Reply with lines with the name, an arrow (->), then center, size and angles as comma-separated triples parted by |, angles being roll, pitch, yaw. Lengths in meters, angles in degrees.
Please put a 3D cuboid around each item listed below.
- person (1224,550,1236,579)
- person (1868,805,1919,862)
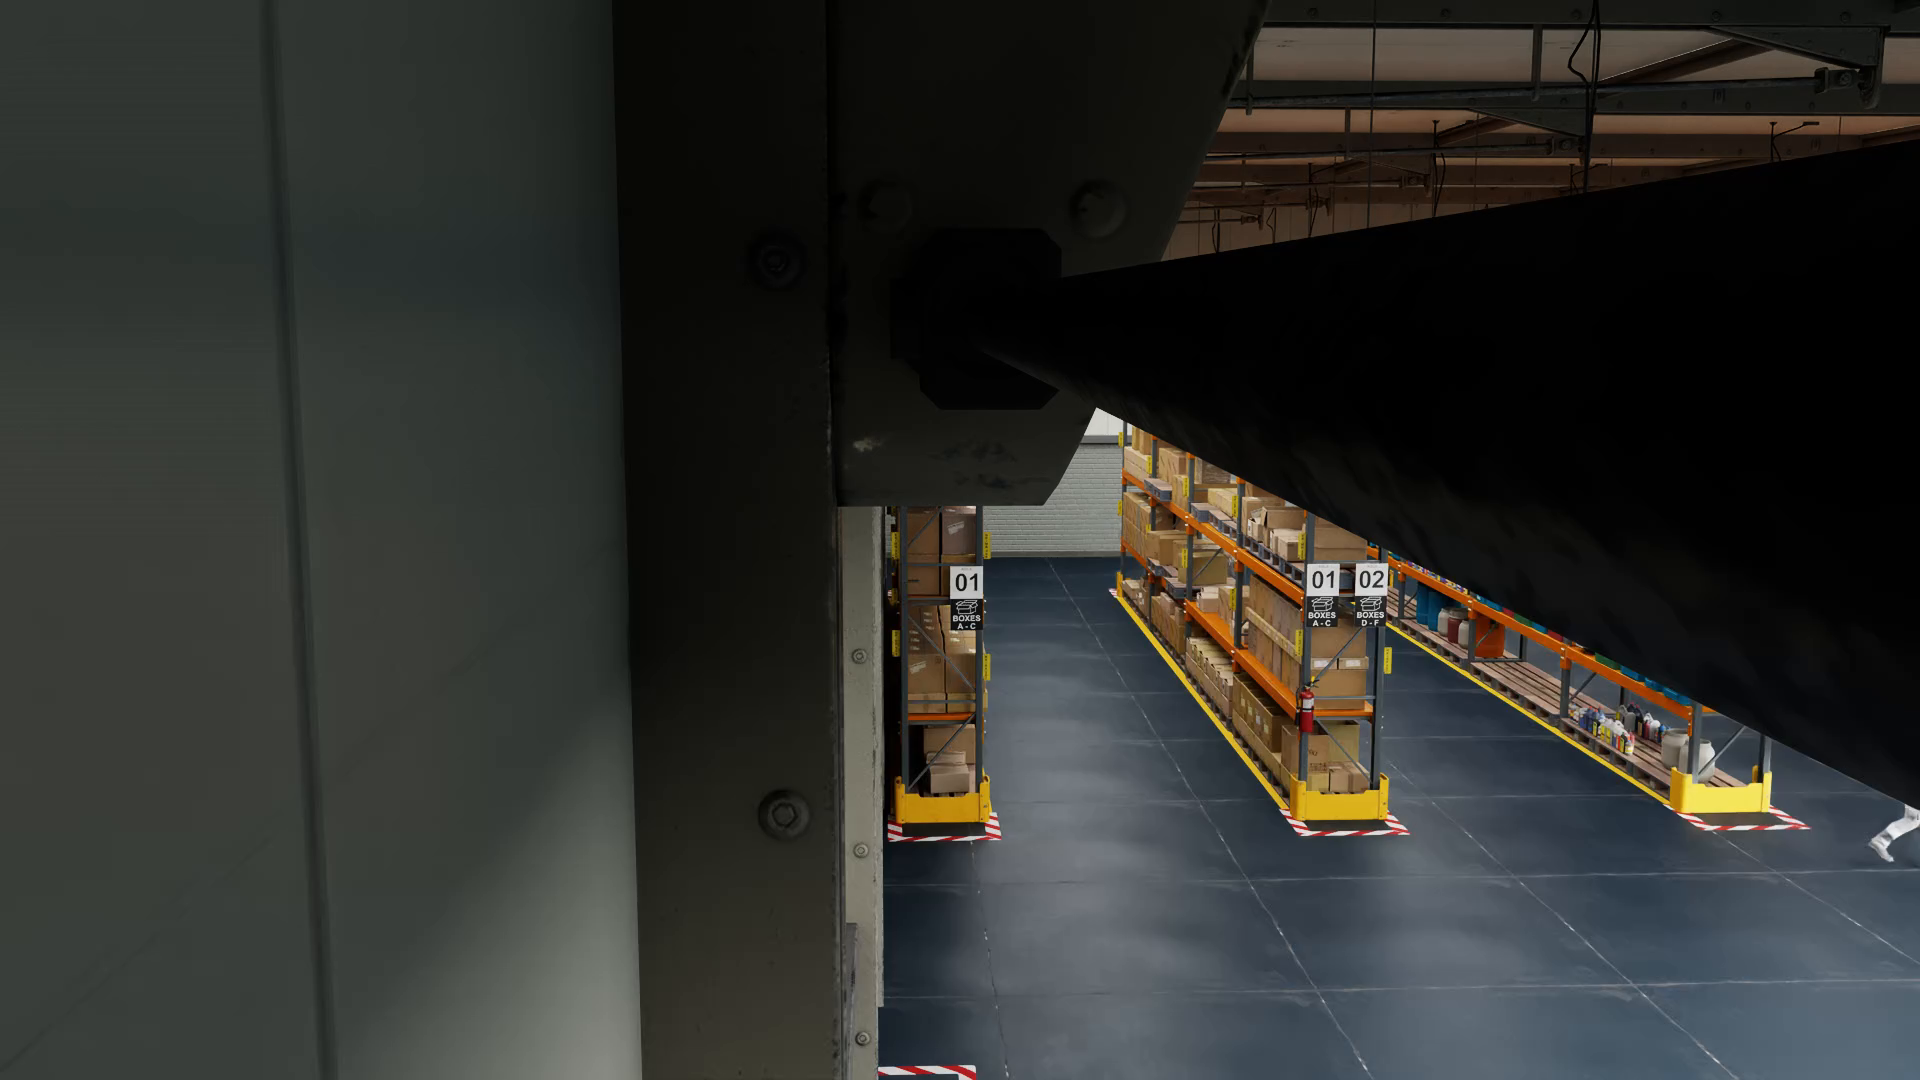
person -> 5.864, 0.421, 36.137 | 0.774, 1.716, 0.707 | -4, 9, -28
person -> 10.809, 2.809, 18.791 | 0.882, 1.809, 0.682 | 4, 9, 25
